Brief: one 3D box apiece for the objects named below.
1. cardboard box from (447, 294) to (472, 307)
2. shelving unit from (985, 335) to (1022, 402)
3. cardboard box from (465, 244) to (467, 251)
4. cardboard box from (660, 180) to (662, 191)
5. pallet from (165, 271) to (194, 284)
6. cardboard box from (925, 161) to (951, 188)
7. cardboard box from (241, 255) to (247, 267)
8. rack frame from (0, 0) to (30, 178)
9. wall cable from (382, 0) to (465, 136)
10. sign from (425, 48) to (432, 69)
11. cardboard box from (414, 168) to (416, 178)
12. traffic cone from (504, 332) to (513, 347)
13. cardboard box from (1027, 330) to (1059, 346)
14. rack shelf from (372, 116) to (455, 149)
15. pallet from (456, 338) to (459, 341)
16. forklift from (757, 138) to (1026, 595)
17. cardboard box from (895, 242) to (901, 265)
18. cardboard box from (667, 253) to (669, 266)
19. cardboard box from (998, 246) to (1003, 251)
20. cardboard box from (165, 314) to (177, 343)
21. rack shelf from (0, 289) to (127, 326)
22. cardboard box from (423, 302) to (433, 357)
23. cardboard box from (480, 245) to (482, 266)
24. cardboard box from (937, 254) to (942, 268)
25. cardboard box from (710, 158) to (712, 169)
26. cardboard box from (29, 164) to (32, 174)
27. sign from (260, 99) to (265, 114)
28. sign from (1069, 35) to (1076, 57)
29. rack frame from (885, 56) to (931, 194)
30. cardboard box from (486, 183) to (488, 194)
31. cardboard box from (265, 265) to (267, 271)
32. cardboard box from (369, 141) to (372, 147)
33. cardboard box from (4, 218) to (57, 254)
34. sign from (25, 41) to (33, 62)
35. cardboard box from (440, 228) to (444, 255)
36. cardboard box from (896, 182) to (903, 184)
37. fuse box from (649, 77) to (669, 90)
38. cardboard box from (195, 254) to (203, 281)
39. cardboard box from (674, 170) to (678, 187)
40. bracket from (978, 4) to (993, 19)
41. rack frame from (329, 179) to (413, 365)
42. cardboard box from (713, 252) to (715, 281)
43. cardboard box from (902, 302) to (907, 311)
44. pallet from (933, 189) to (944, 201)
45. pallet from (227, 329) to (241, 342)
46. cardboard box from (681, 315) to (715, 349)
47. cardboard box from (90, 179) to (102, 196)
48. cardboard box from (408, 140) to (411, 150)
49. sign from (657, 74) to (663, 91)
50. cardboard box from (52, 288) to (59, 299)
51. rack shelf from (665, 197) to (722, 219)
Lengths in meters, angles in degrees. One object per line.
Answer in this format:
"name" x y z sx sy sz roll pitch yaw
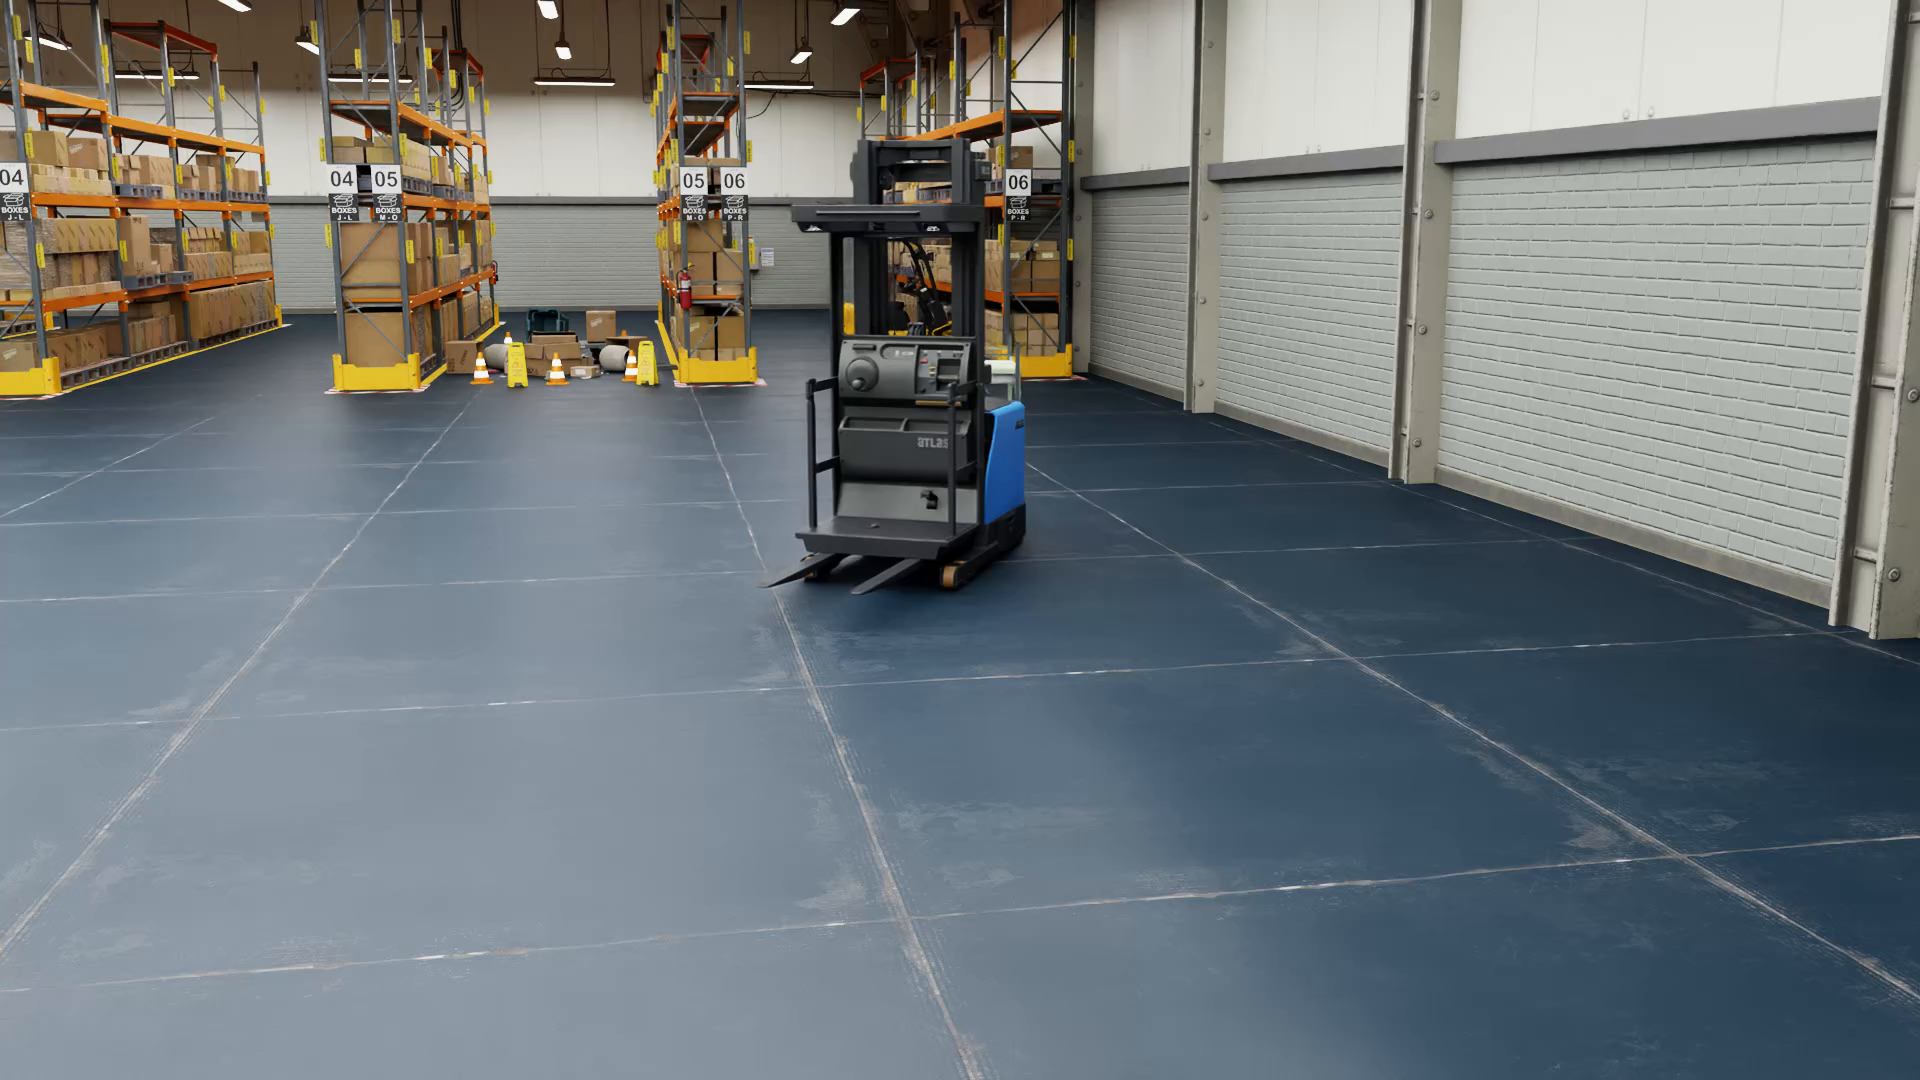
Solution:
"cardboard box" -10.161 -4.832 33.617 0.500 0.250 0.500 -2 11 -11
"shelving unit" 0.234 -0.832 13.058 0.431 1.500 0.755 -1 11 -3
"cardboard box" -10.438 -6.063 34.487 0.380 0.149 0.250 -2 11 -11
"cardboard box" -6.137 -7.655 35.478 0.500 0.500 0.500 -2 11 -12
"pallet" -14.724 -4.783 30.316 1.213 0.211 1.003 -2 11 -11
"cardboard box" -0.280 -7.093 32.259 0.700 0.500 0.500 -2 11 -12
"cardboard box" -15.671 -5.997 35.788 0.500 0.250 0.500 -2 11 -11
"rack frame" -13.411 -6.484 22.694 1.000 3.000 0.127 -2 11 -11
"wall cable" -14.242 -12.161 43.918 2.277 5.999 0.120 -2 11 -11
"sign" -8.755 -7.931 27.379 0.100 0.325 0.005 -2 11 -11
"cardboard box" -8.524 -5.610 25.408 0.380 0.149 0.250 -2 11 -11
"traffic cone" -8.084 -3.487 29.778 0.336 0.463 0.334 -2 11 -11
"cardboard box" 1.290 -3.273 26.764 0.500 0.250 0.500 -2 11 -10
"rack shelf" -9.693 -7.196 29.431 1.077 0.370 4.000 -2 11 -11
"pallet" -10.003 -3.649 31.301 1.003 0.211 1.213 -2 11 -11
"forklift" -0.441 -1.192 11.120 1.130 2.935 3.031 3 11 18
"cardboard box" -1.028 -6.199 35.851 0.700 0.500 0.500 -2 11 -11
"cardboard box" -5.590 -5.616 33.243 0.500 0.250 0.500 -2 11 -11
"cardboard box" 0.823 -4.694 26.539 0.380 0.149 0.250 -2 11 -11
"cardboard box" -14.817 -3.870 30.515 0.700 0.500 0.500 -3 11 -14
"rack shelf" -13.800 -3.550 25.250 1.077 0.370 4.000 -2 11 -11
"cardboard box" -9.251 -3.477 27.500 0.875 0.875 0.875 -2 11 -10
"cardboard box" -10.813 -6.285 36.632 0.500 0.500 0.500 -2 11 -11
"cardboard box" -0.147 -5.253 31.335 0.500 0.250 0.500 -2 11 -10
"cardboard box" -3.624 -5.757 25.438 0.380 0.149 0.250 -2 11 -11
"cardboard box" -13.238 -5.191 23.261 0.380 0.149 0.250 -2 11 -11
"sign" -15.988 -9.933 38.107 0.100 0.325 0.005 -2 11 -11
"sign" 1.723 -7.581 25.538 0.100 0.325 0.005 -2 11 -11
"rack frame" -1.156 -9.226 37.103 1.000 3.000 0.127 -2 11 -11
"cardboard box" -11.299 -8.203 38.815 0.500 0.250 0.500 -2 11 -13
"cardboard box" -16.031 -6.200 37.923 0.380 0.149 0.250 -2 11 -11
"cardboard box" -9.221 -6.025 25.455 0.380 0.149 0.250 -2 11 -11
"cardboard box" -13.251 -4.334 23.707 0.500 0.500 0.500 -2 11 -11
"sign" -14.732 -7.733 26.335 0.100 0.325 0.005 -2 11 -11
"cardboard box" -9.803 -5.437 30.296 0.700 0.500 0.500 -2 11 -12
"cardboard box" -1.171 -7.680 35.486 0.380 0.149 0.250 -2 11 -11
"fuse box" -8.165 -12.370 45.061 0.513 0.334 0.176 -2 11 -11
"cardboard box" -14.897 -5.247 31.972 0.500 0.500 0.500 -2 11 -13
"cardboard box" -4.256 -5.714 26.280 0.500 0.250 0.500 -2 11 -9
"bracket" 0.492 -9.965 31.360 0.235 0.232 0.430 -2 11 -11
"rack frame" -8.526 -3.698 24.105 1.000 3.000 0.127 -2 11 -11
"cardboard box" -3.614 -4.284 26.119 0.500 0.500 0.500 -2 11 -9
"cardboard box" -0.982 -4.876 35.855 0.500 0.500 0.500 -3 11 -13
"pallet" 0.062 -6.600 31.833 1.003 0.211 1.213 -2 11 -8
"pallet" -15.521 -4.229 34.350 1.003 0.211 1.213 -2 11 -11
"cardboard box" -4.102 -3.258 26.018 0.500 0.500 0.500 -2 11 -11
"cardboard box" -13.753 -5.500 25.948 0.500 0.250 0.500 -2 11 -10
"cardboard box" -8.425 -5.908 24.840 0.380 0.149 0.250 -2 11 -10
"sign" -5.790 -8.827 32.085 0.100 0.325 0.005 -2 11 -11
"cardboard box" -13.296 -3.567 24.087 0.380 0.149 0.250 -2 11 -11
"rack shelf" -4.857 -6.118 30.717 1.077 0.370 4.000 -2 11 -11
